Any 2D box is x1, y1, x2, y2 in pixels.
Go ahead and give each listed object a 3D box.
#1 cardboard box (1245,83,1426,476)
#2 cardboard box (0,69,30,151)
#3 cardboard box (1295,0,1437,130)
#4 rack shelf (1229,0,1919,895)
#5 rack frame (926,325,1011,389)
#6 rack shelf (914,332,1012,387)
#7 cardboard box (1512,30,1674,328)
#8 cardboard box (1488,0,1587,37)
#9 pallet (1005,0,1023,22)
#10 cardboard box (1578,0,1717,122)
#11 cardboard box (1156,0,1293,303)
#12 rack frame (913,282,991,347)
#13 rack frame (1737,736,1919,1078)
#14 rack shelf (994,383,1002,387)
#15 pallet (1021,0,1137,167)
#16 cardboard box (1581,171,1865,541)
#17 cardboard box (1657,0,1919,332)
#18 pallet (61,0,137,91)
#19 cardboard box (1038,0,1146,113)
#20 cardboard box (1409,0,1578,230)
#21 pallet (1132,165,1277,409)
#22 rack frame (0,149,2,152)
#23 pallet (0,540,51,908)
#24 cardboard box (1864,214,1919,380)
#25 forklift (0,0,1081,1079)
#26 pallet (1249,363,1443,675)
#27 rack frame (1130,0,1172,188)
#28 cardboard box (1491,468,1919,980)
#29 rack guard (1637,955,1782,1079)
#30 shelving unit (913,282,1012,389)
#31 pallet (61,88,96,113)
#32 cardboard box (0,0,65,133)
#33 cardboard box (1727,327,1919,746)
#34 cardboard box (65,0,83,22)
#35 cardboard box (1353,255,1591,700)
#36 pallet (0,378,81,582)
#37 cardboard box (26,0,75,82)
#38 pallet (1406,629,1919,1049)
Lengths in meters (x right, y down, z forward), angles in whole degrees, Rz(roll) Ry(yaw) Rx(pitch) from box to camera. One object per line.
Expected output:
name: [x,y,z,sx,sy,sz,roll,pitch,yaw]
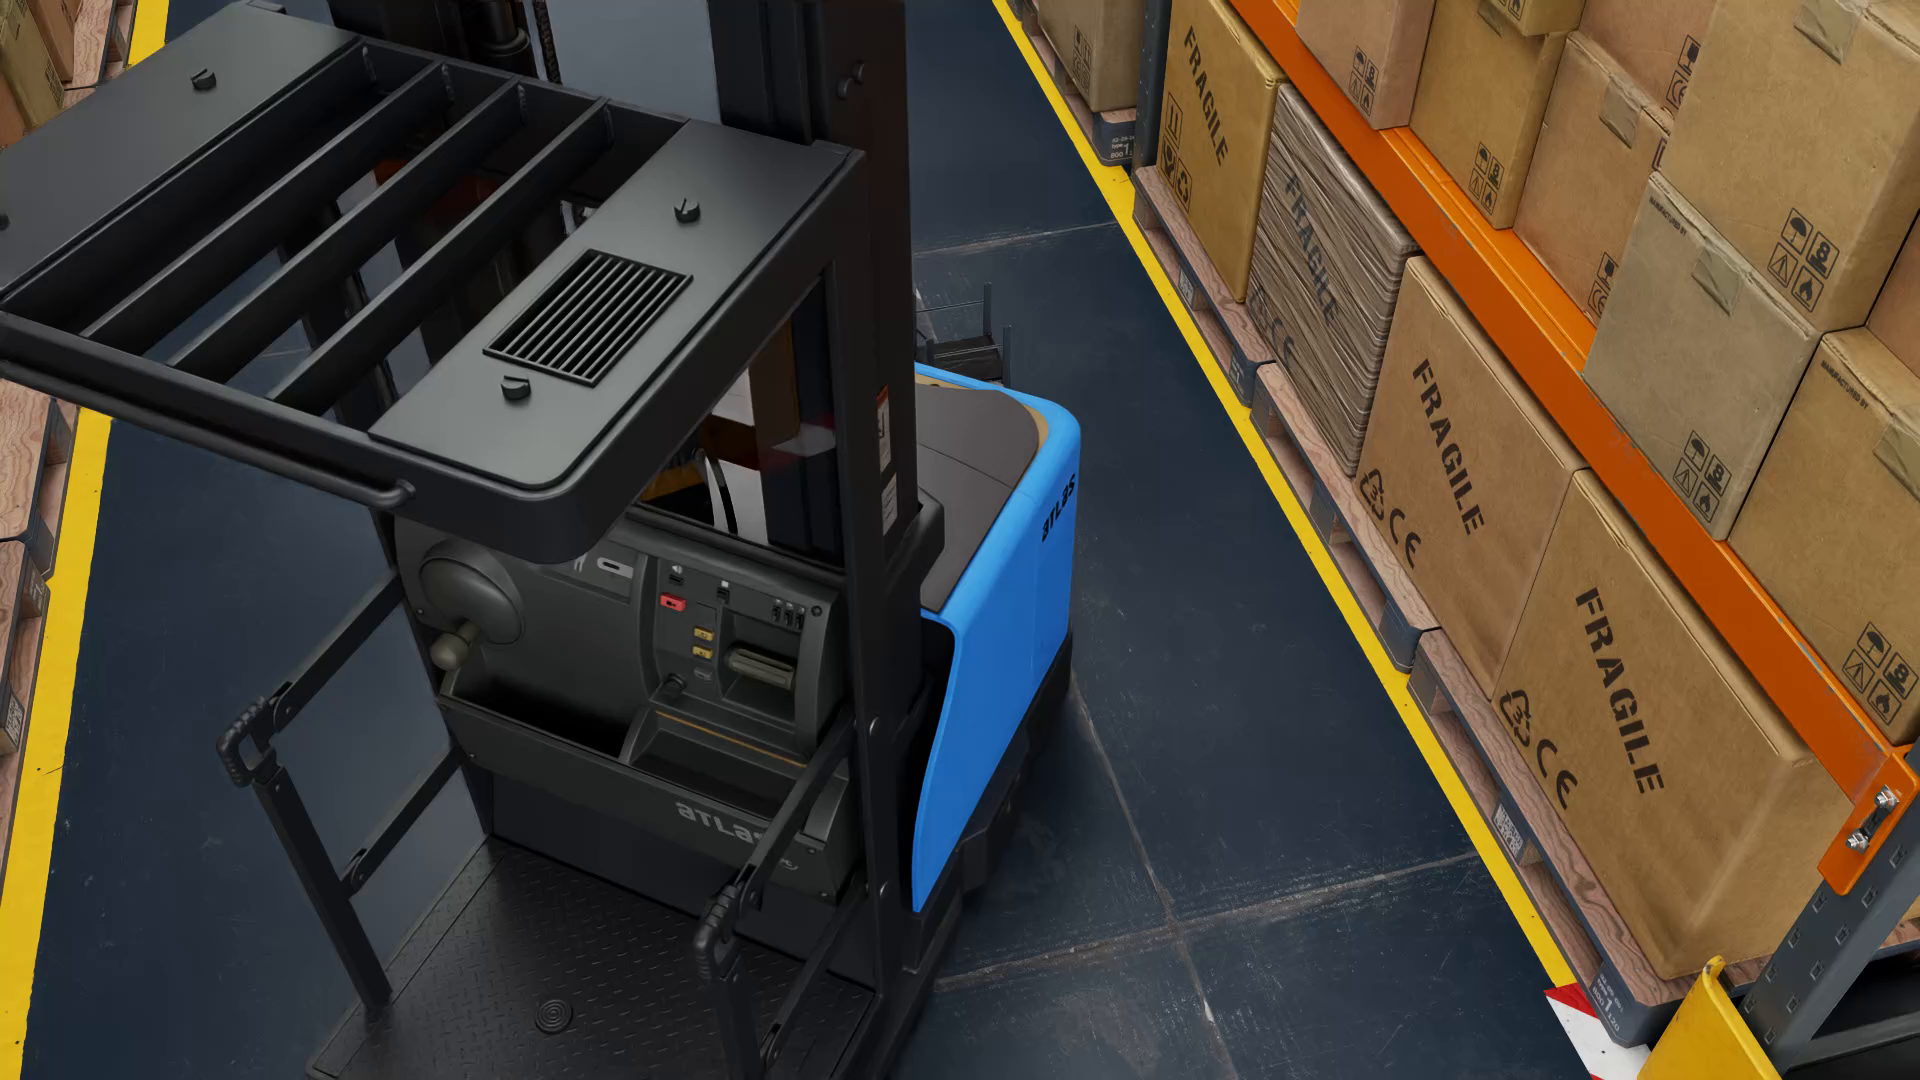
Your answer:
cardboard box: [1.508,-0.874,5.200,0.875,0.875,0.875,-10,46,-10]
cardboard box: [-3.777,-1.409,5.973,0.700,0.500,0.500,-14,47,-13]
cardboard box: [1.473,-1.570,4.583,0.875,0.550,0.550,-11,47,-10]
rack shelf: [1.692,-0.907,4.542,1.077,0.370,4.000,-11,47,-10]
rack frame: [0.024,-0.250,4.865,0.240,0.900,0.006,-11,47,-10]
rack shelf: [-0.002,-0.486,4.765,0.258,0.077,0.200,-11,47,-10]
cardboard box: [1.881,-0.864,3.891,0.875,0.550,0.550,-11,47,-10]
cardboard box: [1.643,-1.588,3.845,0.875,0.550,0.500,-11,47,-10]
pallet: [0.594,-2.926,7.970,1.003,0.211,1.213,-11,47,-10]
cardboard box: [1.904,-1.246,3.510,0.875,0.550,0.550,-11,47,-10]
cardboard box: [1.273,-1.496,5.809,0.875,0.875,0.875,-10,46,-10]
rack frame: [-0.028,-0.391,5.003,0.240,0.900,0.006,-11,47,-10]
rack frame: [2.201,0.223,2.932,0.949,2.616,0.053,-11,47,-10]
rack shelf: [-0.002,-0.423,4.829,0.258,0.077,0.200,-11,47,-10]
pallet: [0.909,-2.083,7.143,1.003,0.211,1.213,-11,47,-10]
cardboard box: [1.903,-0.454,3.490,0.875,0.550,0.550,-11,47,-10]
cardboard box: [1.916,-0.835,3.107,0.875,0.550,0.550,-11,47,-10]
pallet: [-4.157,-2.108,7.168,1.003,0.211,1.213,-11,47,-10]
cardboard box: [0.934,-2.311,6.696,1.050,0.750,0.750,-11,47,-11]
cardboard box: [1.706,-1.222,4.242,0.875,0.550,0.500,-11,47,-10]
pallet: [1.299,-1.024,6.106,1.003,0.211,1.213,-11,47,-10]
rack frame: [-3.641,-1.703,4.818,1.000,3.000,0.127,-11,47,-10]
pallet: [-3.119,0.575,4.539,1.003,0.211,1.213,-11,47,-10]
cardboard box: [2.146,-0.472,2.751,0.875,0.550,0.550,-11,47,-10]
forklift: [-0.749,0.226,2.977,1.130,2.935,3.031,18,48,17]
pallet: [1.615,-0.180,5.279,1.003,0.211,1.213,-11,47,-10]
rack frame: [1.180,-2.540,5.639,1.000,3.000,0.127,-11,47,-10]
cardboard box: [1.966,0.363,3.988,0.875,0.875,0.875,-10,47,-10]
rack guard: [2.210,1.114,3.809,1.175,0.500,0.348,-11,47,-10]
shelving unit: [-0.002,-0.321,4.934,0.258,0.900,0.210,-11,47,-10]
pallet: [-3.841,-1.264,6.341,1.003,0.211,1.213,-11,47,-10]
cardboard box: [-3.881,-1.742,6.299,0.700,0.500,0.500,-11,47,-11]
cardboard box: [2.065,-0.078,3.122,0.875,0.550,0.550,-11,47,-10]
cardboard box: [-4.168,-2.514,7.055,0.700,0.500,0.500,-7,46,-7]
cardboard box: [1.739,-0.244,4.583,0.875,0.875,0.875,-11,47,-11]
pallet: [-3.435,-0.269,5.366,1.003,0.211,1.213,-11,47,-10]
cardboard box: [-4.025,-2.128,6.678,0.700,0.500,0.500,-14,47,-14]
pallet: [1.924,0.660,4.455,1.003,0.211,1.213,-11,47,-10]
